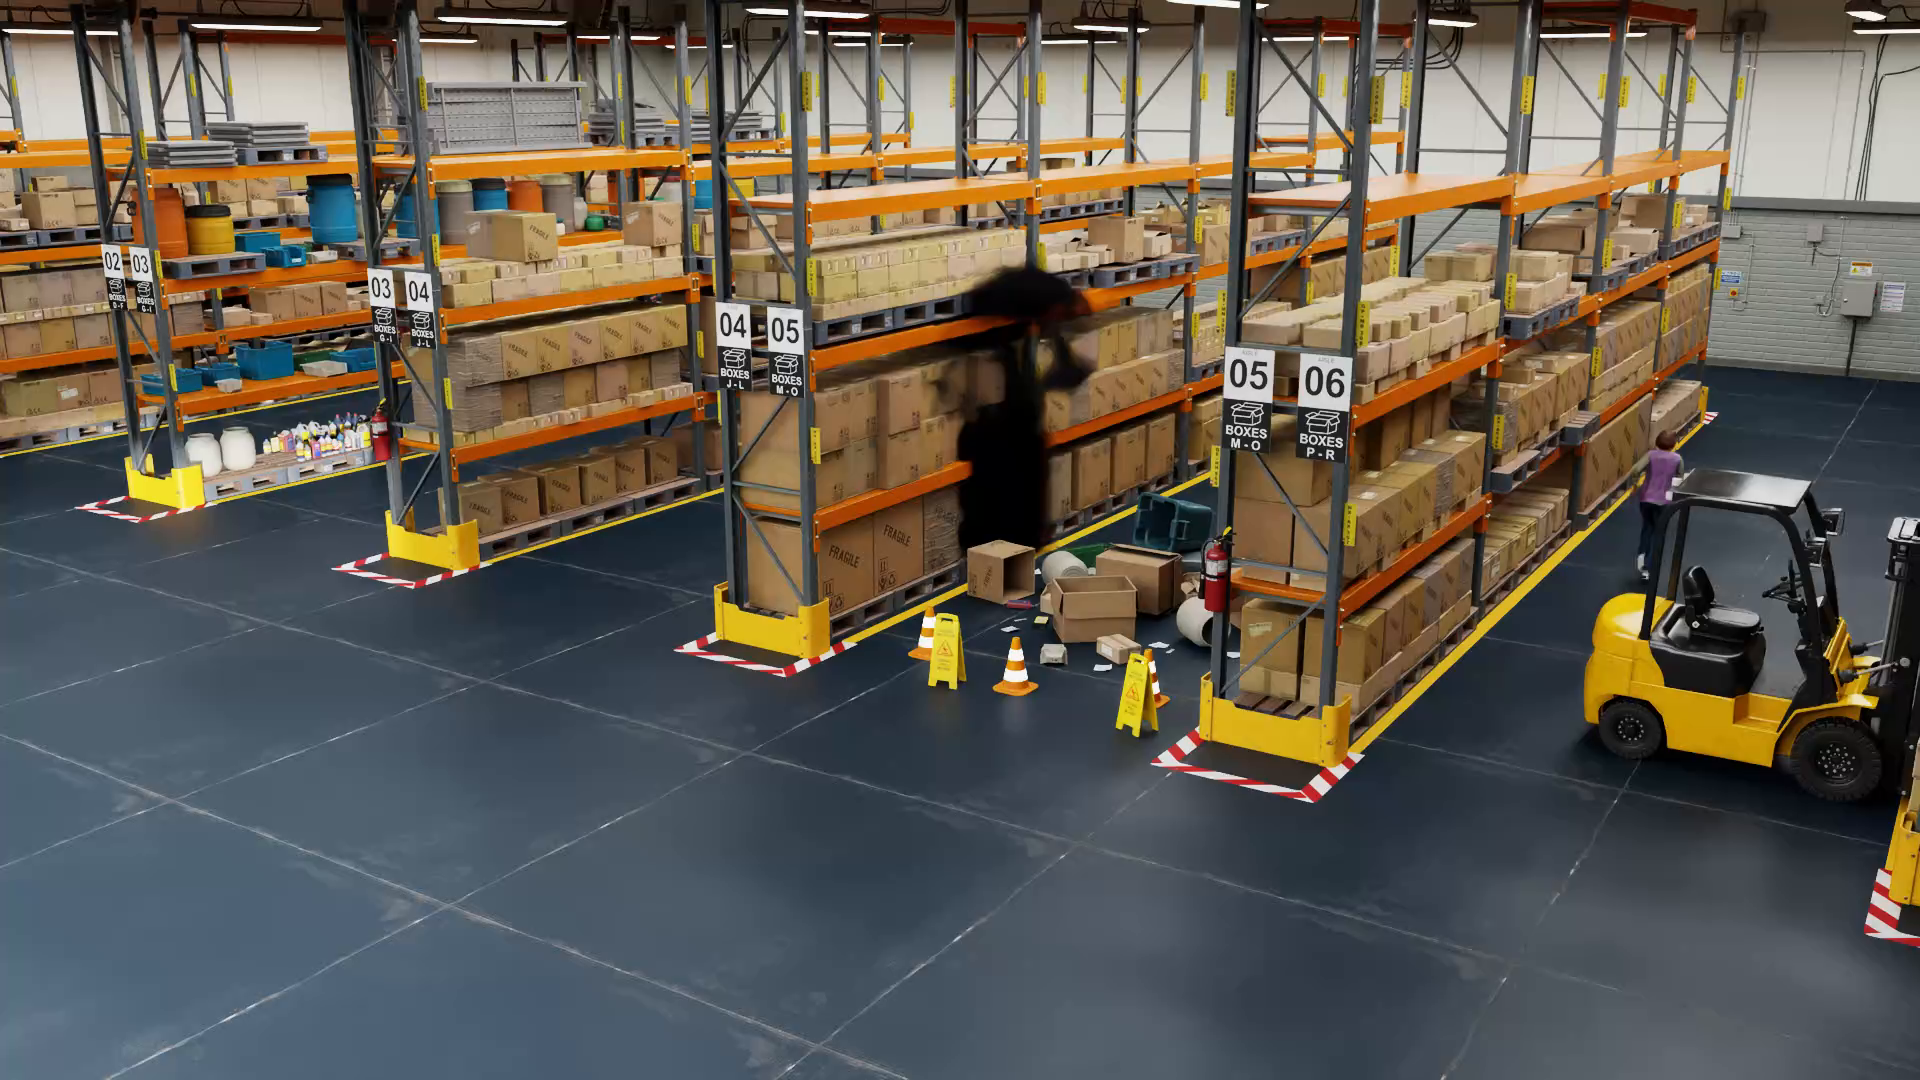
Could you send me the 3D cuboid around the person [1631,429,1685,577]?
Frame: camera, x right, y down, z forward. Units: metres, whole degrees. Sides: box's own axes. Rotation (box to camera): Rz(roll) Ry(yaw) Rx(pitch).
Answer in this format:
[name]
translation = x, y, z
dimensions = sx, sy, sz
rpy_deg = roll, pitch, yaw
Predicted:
[person]
translation = 7.402, -0.396, 17.660
dimensions = 0.494, 1.585, 0.732
rpy_deg = 9, 18, 30
